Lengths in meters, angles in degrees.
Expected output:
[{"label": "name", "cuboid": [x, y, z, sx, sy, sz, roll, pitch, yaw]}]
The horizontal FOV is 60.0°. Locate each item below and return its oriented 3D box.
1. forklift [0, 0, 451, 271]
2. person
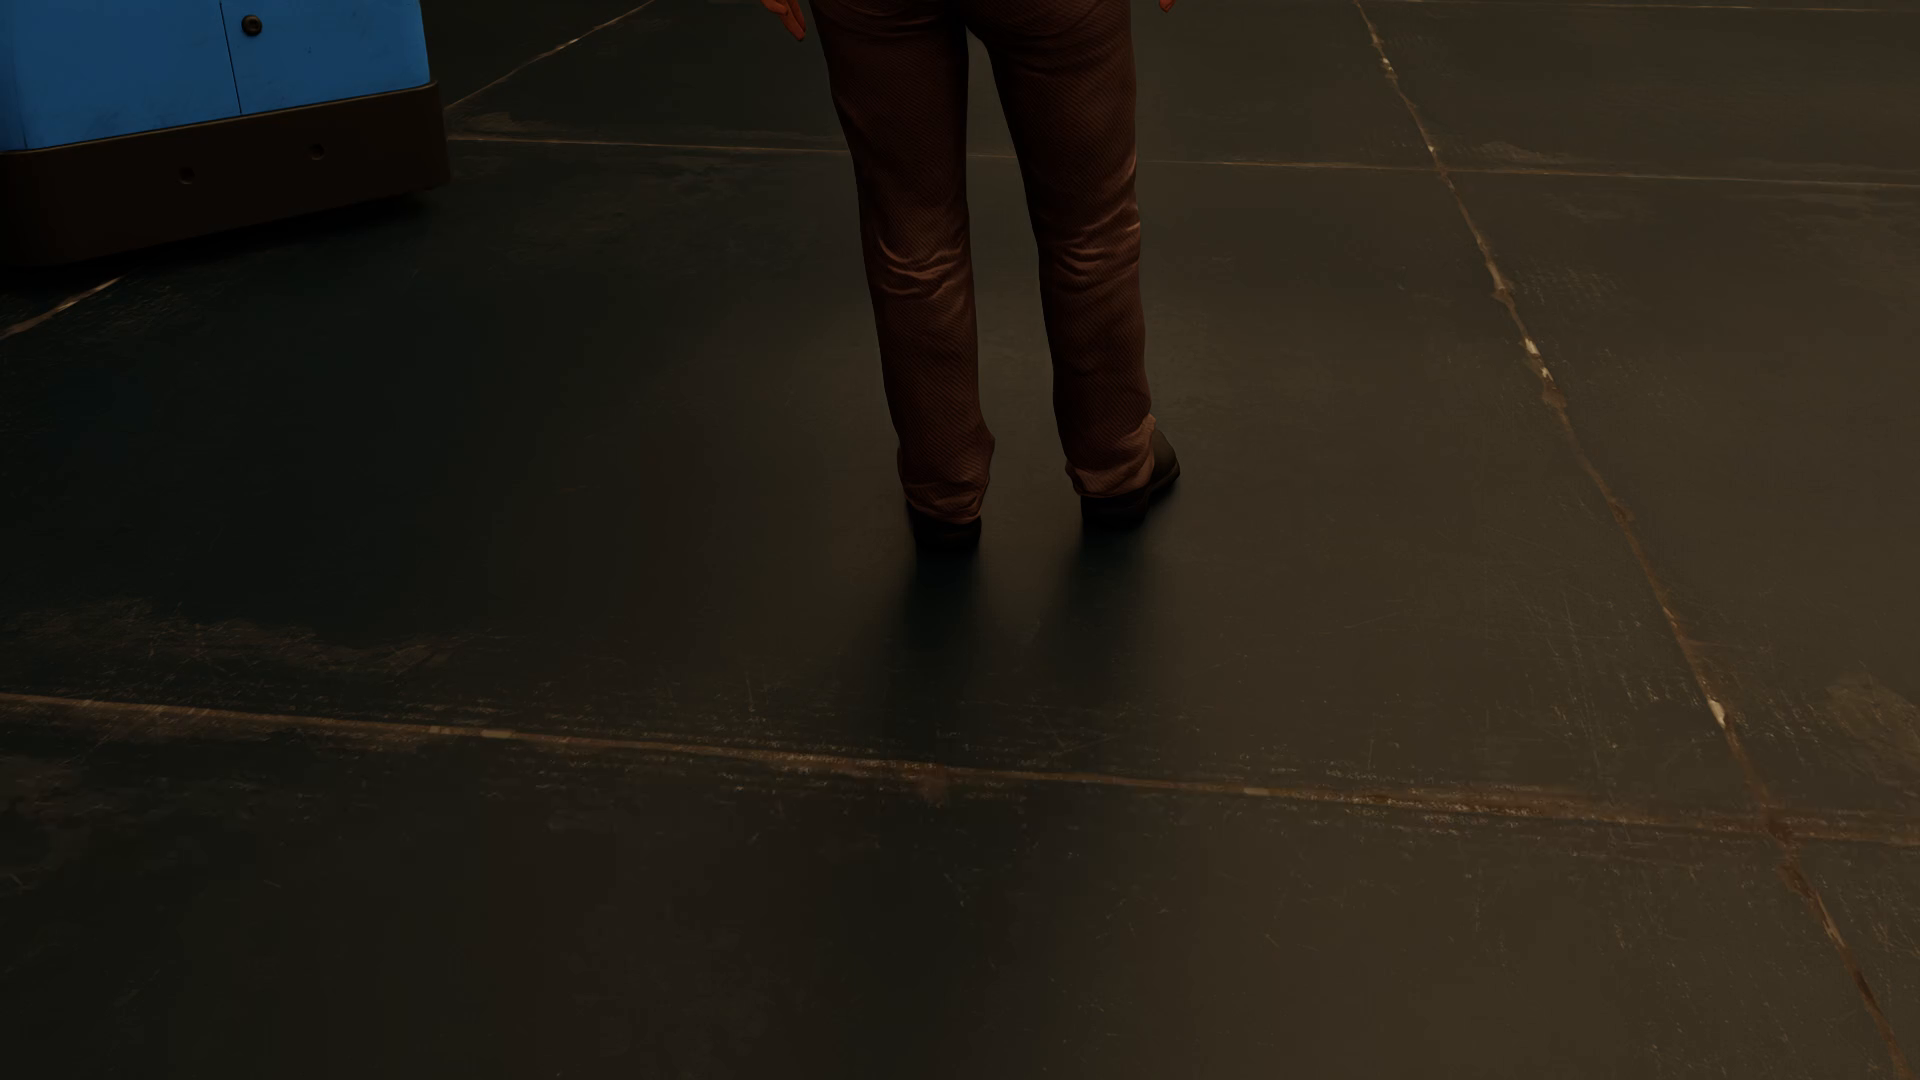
[{"label": "forklift", "cuboid": [-2.678, -2.434, 4.097, 3.031, 2.935, 1.130, 23, 35, 38]}, {"label": "person", "cuboid": [0.017, -0.807, 2.174, 0.632, 1.720, 0.552, 3, 27, 7]}]
